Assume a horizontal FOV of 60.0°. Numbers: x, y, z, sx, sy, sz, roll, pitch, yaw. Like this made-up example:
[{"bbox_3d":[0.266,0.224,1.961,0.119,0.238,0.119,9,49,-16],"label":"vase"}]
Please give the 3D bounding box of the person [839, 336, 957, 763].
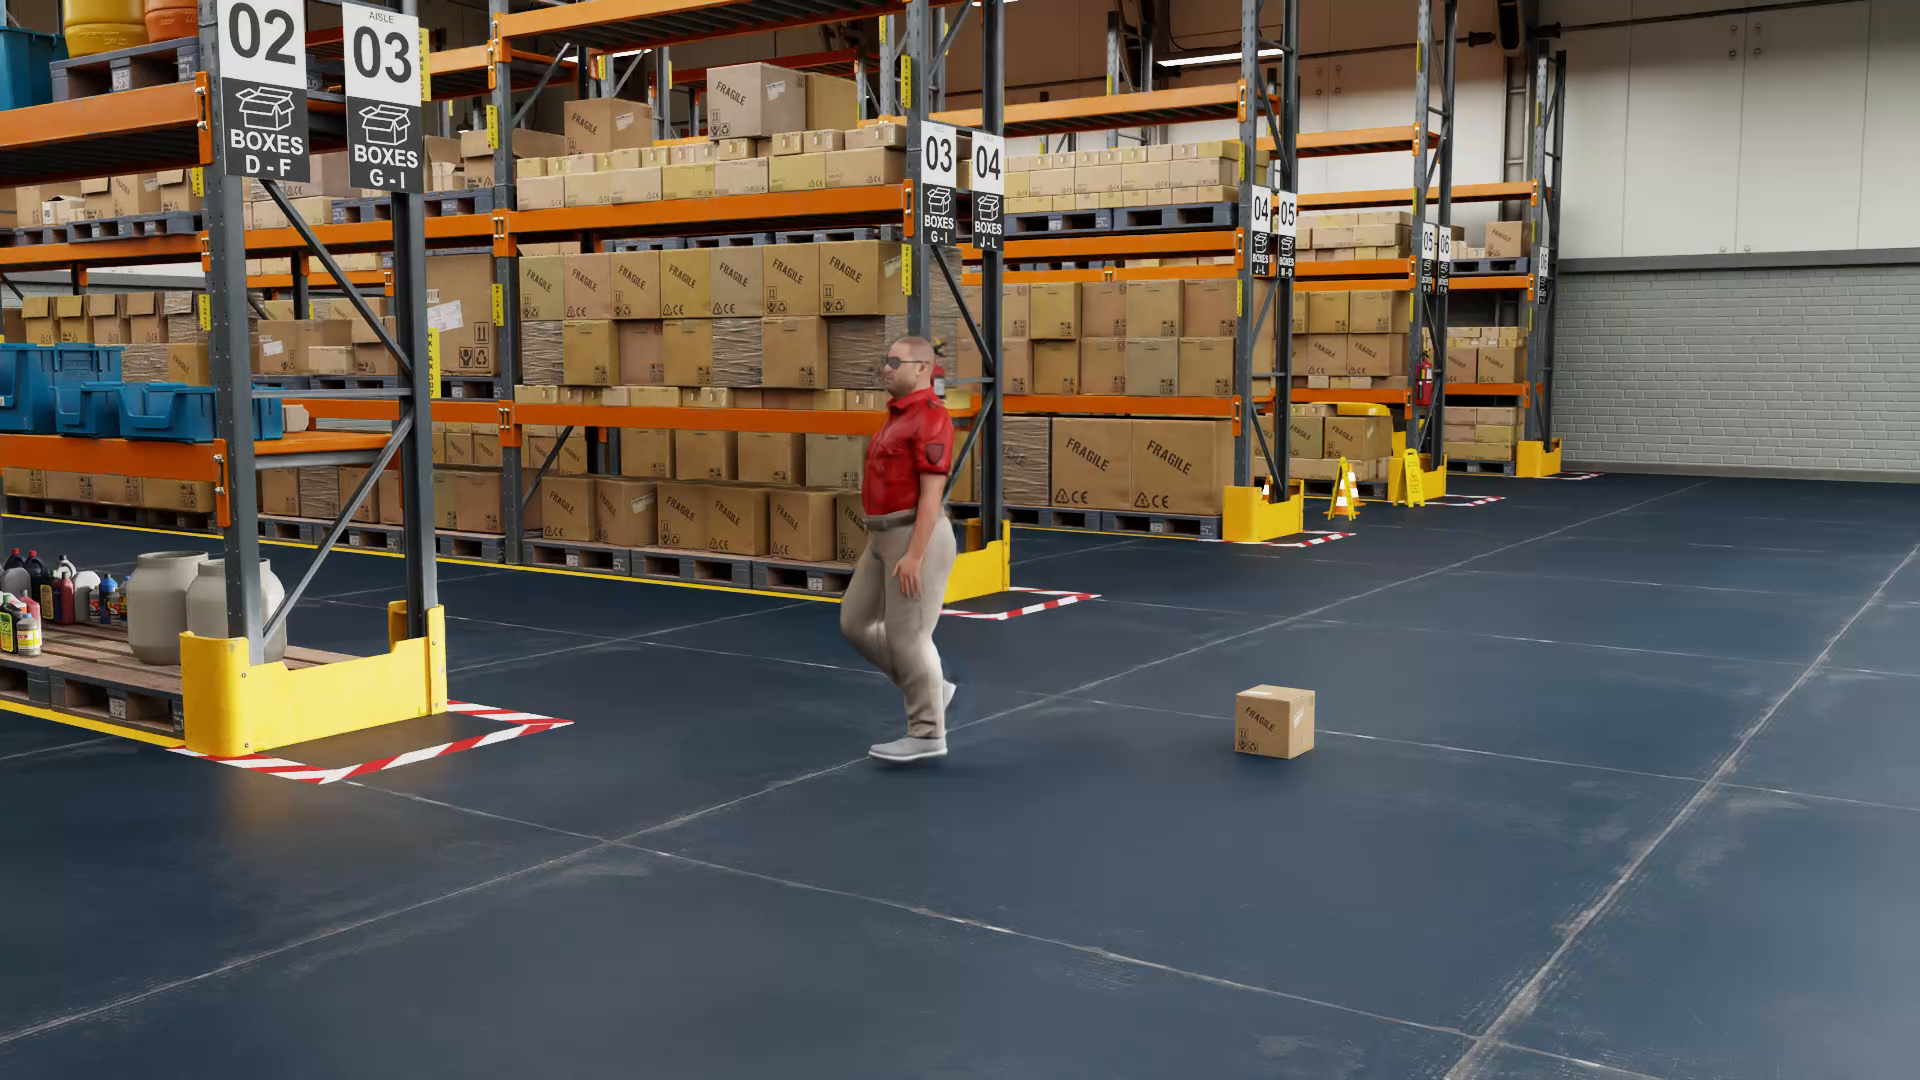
[{"bbox_3d":[-0.212,0.043,6.785,0.483,1.735,0.571,-2,7,-20],"label":"person"}]
